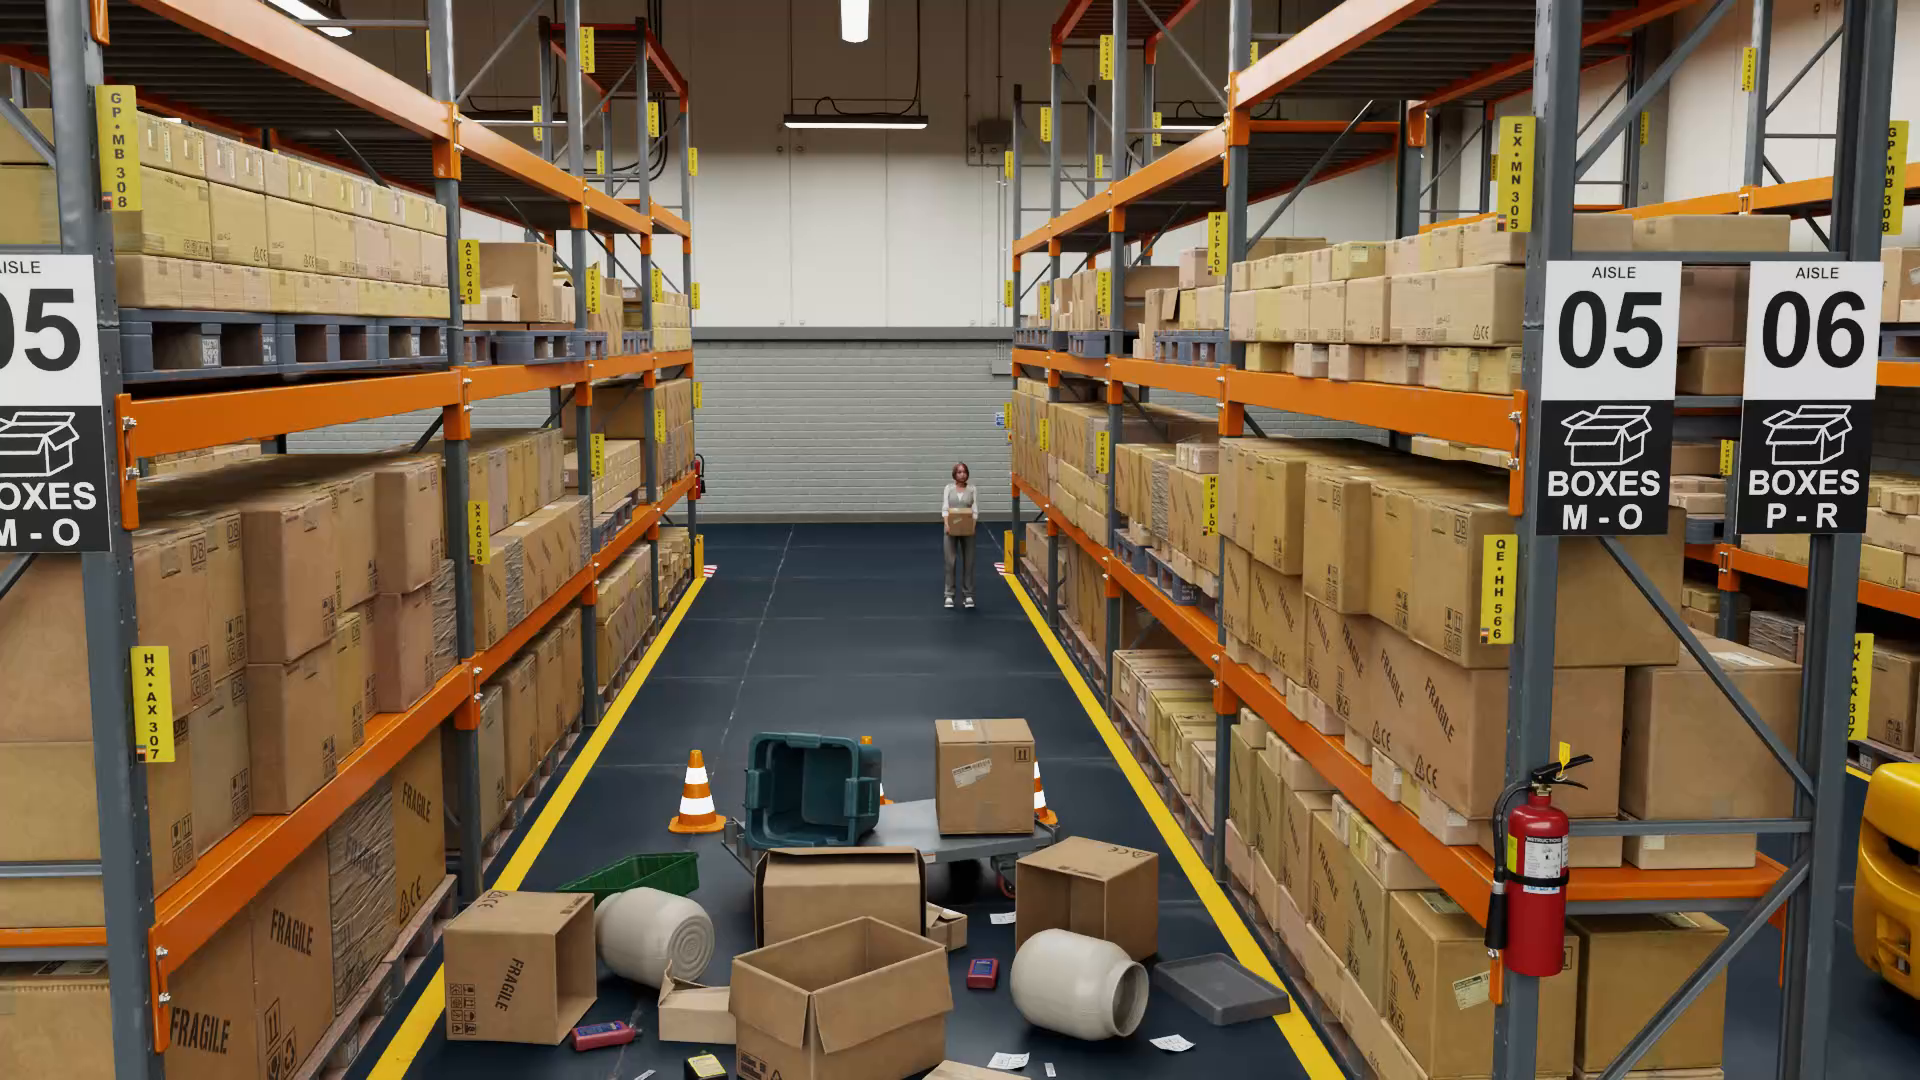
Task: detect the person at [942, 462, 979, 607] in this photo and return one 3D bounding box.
[{"bbox_3d":[0.002,-0.048,18.212,0.404,1.590,0.492,0,7,-3],"label":"person"}]
